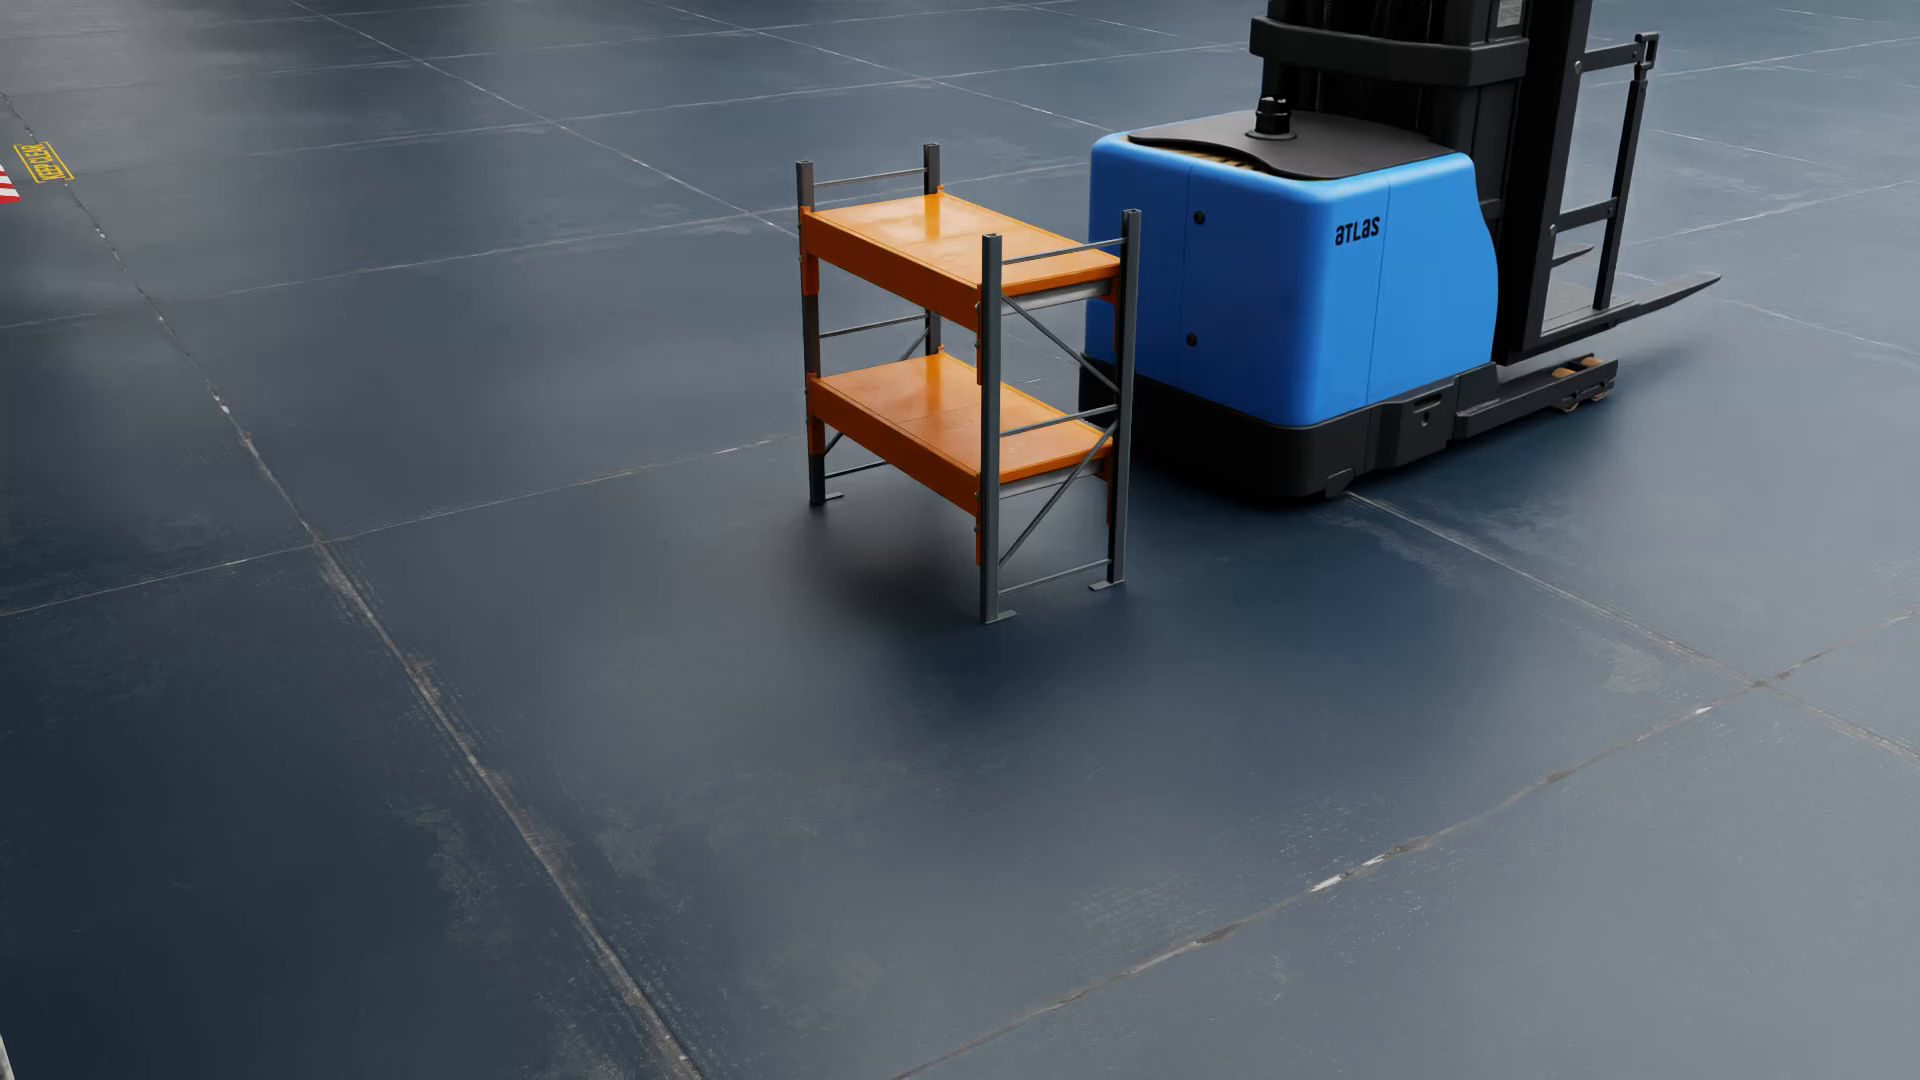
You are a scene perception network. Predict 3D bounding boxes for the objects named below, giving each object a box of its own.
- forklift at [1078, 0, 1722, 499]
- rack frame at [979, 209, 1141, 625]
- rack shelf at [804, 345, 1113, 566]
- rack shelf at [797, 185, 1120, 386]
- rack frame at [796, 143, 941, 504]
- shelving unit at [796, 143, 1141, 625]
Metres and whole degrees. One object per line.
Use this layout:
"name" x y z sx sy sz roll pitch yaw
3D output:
"forklift" 1.890 -1.961 5.970 3.031 2.935 1.130 -19 31 -35
"rack frame" 0.274 -0.329 4.630 0.500 1.125 0.032 -16 29 -30
"rack shelf" -0.004 -0.290 5.119 0.538 0.278 1.000 -16 29 -30
"rack shelf" -0.004 -0.776 4.890 0.538 0.278 1.000 -16 29 -30
"rack frame" -0.281 -0.693 5.400 0.500 1.125 0.032 -16 29 -30
"shelving unit" -0.004 -0.511 5.015 0.538 1.125 1.048 -16 29 -30
